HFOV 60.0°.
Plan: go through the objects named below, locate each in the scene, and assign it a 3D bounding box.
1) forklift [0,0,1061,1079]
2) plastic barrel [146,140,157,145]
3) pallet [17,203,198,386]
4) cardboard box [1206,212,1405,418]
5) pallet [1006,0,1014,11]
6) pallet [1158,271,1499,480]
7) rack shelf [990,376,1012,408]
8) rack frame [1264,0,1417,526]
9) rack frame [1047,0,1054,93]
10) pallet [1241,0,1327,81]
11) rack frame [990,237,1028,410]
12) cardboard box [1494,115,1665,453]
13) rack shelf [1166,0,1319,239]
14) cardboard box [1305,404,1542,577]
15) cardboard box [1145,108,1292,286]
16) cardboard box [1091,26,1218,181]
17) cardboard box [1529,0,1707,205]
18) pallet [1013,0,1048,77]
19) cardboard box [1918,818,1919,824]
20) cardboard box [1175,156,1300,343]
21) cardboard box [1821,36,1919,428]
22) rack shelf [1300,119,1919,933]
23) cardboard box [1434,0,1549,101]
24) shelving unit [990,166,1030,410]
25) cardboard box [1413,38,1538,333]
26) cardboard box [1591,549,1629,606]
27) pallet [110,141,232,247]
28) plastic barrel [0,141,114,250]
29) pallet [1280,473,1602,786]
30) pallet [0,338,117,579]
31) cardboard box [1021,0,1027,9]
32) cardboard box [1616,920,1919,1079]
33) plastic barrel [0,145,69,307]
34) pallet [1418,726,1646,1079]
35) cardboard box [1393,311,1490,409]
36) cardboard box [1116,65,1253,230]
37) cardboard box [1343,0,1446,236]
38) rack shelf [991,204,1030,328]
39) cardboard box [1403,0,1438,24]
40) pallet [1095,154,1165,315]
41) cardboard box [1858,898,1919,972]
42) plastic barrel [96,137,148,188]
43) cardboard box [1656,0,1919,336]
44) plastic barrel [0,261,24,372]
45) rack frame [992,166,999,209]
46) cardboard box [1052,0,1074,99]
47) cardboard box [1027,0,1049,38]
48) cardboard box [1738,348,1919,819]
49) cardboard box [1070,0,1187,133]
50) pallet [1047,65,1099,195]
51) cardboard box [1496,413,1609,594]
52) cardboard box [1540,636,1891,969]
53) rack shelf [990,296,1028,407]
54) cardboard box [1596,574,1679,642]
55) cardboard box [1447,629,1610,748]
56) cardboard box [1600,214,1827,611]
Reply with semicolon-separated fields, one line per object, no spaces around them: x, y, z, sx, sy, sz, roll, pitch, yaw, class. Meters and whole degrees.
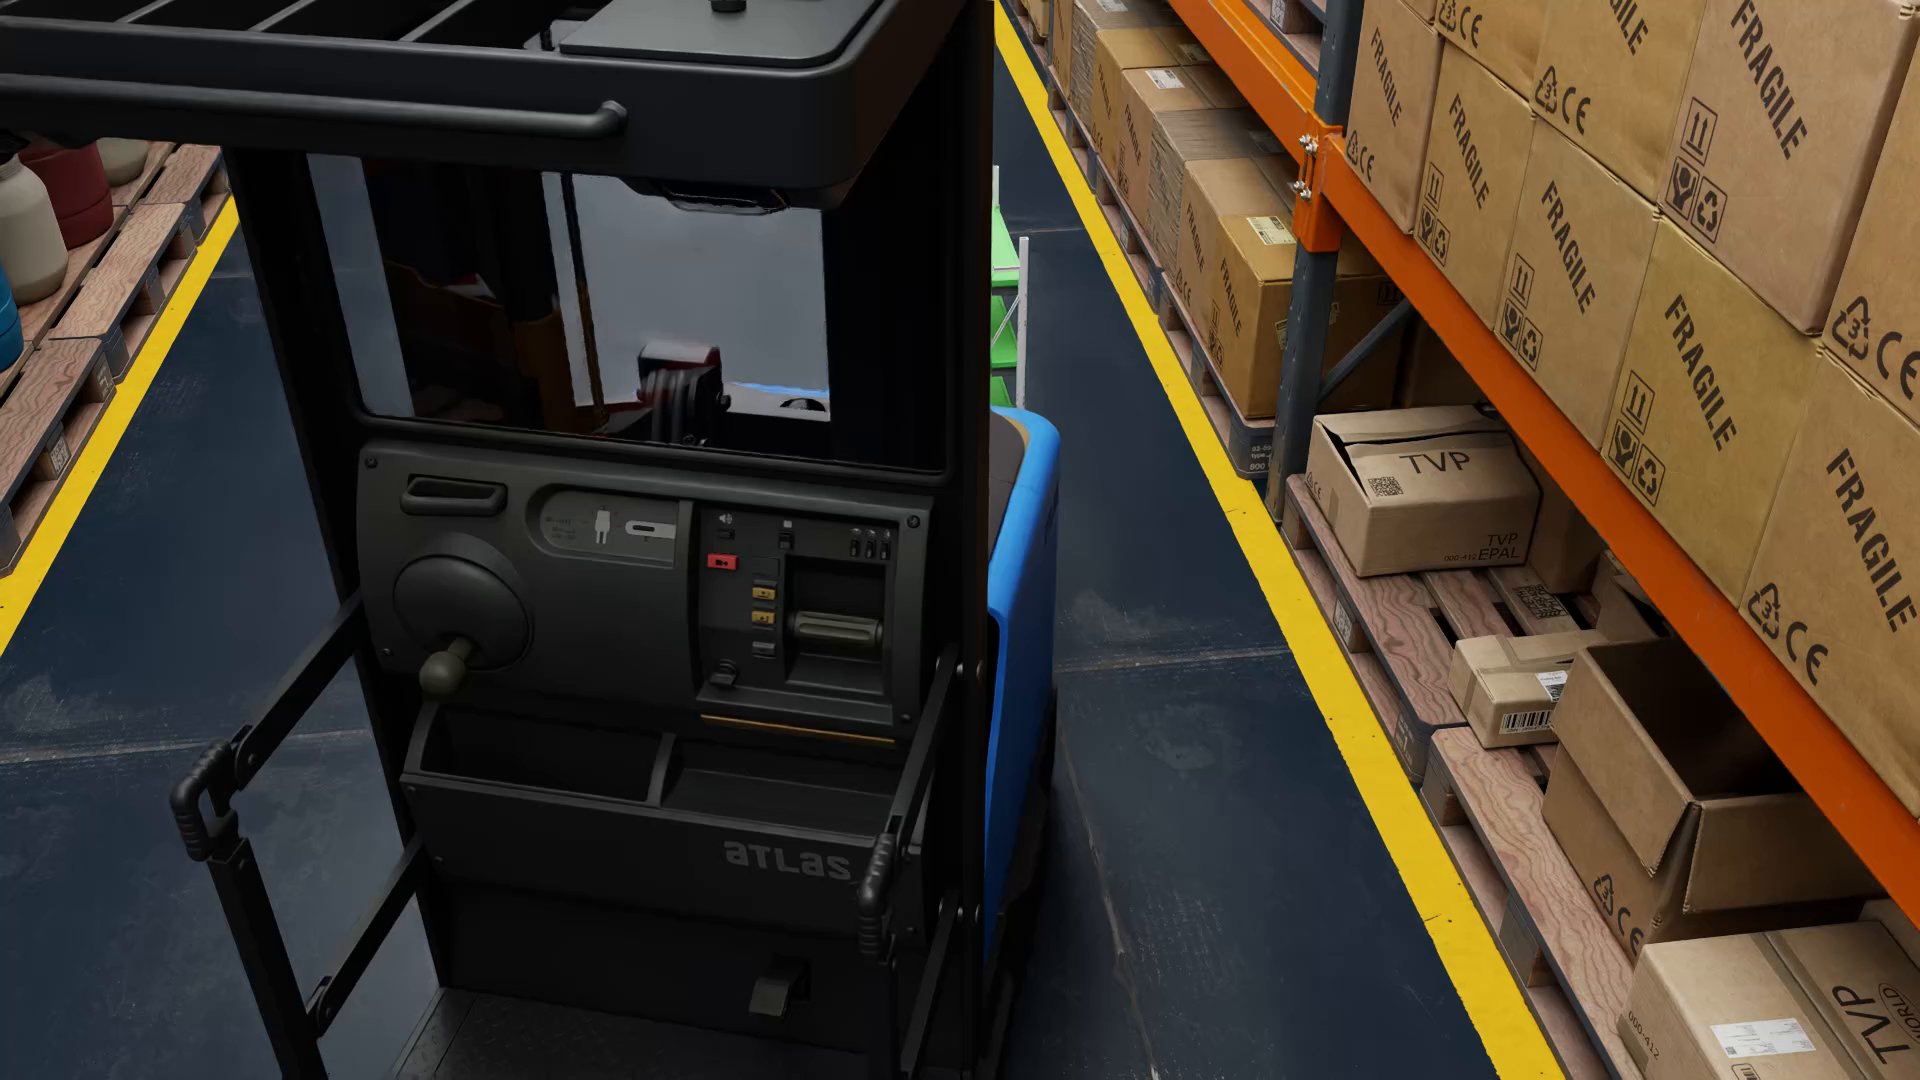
-0.546;0.143;2.438;1.130;2.935;3.031;6;35;9;forklift
-3.870;-2.221;7.400;0.600;0.830;0.708;-4;35;-6;plastic barrel
-3.644;-0.948;6.453;1.003;0.211;1.213;-4;35;-6;pallet
1.144;-0.759;5.530;0.500;0.500;0.500;-5;35;-7;cardboard box
0.724;-3.578;10.313;1.003;0.211;1.213;-4;35;-6;pallet
1.348;-0.656;6.025;1.003;0.211;1.213;-4;35;-6;pallet
0.022;-0.351;4.813;0.258;0.148;0.480;-4;35;-6;rack shelf
1.494;-1.357;4.577;1.000;3.000;0.127;-4;35;-6;rack frame
0.956;-3.589;7.853;1.000;3.000;0.127;-4;35;-6;rack frame
1.495;-1.732;5.298;1.003;0.211;1.213;-4;35;-6;pallet
0.055;-0.267;4.577;0.240;1.200;0.015;-4;35;-6;rack frame
1.430;-0.528;3.273;0.500;0.500;0.500;-5;35;-7;cardboard box
1.225;-2.176;6.418;1.077;0.370;4.000;-4;35;-6;rack shelf
1.336;-0.177;4.843;0.500;0.311;0.500;-4;35;-6;cardboard box
1.019;-1.316;6.346;0.500;0.500;0.500;-4;34;-6;cardboard box
0.873;-1.890;7.189;0.500;0.500;0.500;-5;35;-7;cardboard box
1.417;-0.952;3.007;0.500;0.500;0.500;-5;35;-8;cardboard box
0.884;-2.899;9.317;1.003;0.211;1.213;-4;35;-6;pallet
1.629;0.315;2.035;0.500;0.500;0.500;-4;34;-6;cardboard box
1.086;-1.036;5.936;0.500;0.500;0.500;-4;35;-6;cardboard box
1.557;-0.378;2.164;0.500;0.500;0.500;-3;34;-5;cardboard box
1.763;0.056;3.142;1.077;0.370;4.000;-4;35;-6;rack shelf
1.349;-1.239;3.428;0.500;0.500;0.500;-5;35;-8;cardboard box
0.022;-0.403;4.777;0.258;1.200;0.503;-4;35;-6;shelving unit
1.365;-0.808;3.683;0.500;0.500;0.500;-4;34;-6;cardboard box
1.962;0.141;4.521;0.380;0.149;0.250;-4;35;-6;cardboard box
-3.805;-1.627;7.450;1.003;0.211;1.213;-4;35;-6;pallet
-3.718;-1.491;6.543;0.600;0.588;0.708;-4;35;-6;plastic barrel
1.586;0.179;4.800;1.003;0.211;1.213;-4;35;-6;pallet
-3.477;-0.265;5.452;1.003;0.211;1.213;-4;35;-6;pallet
0.571;-3.189;9.334;0.500;0.250;0.500;-5;35;-7;cardboard box
1.617;1.013;3.152;0.500;0.250;0.500;-4;35;-6;cardboard box
-3.553;-1.151;6.112;0.421;0.512;0.421;0;34;0;plastic barrel
1.753;0.861;3.799;1.003;0.211;1.213;-4;35;-6;pallet
1.671;-0.794;5.581;0.500;0.500;0.500;-6;35;-9;cardboard box
0.948;-1.599;6.762;0.500;0.500;0.500;-5;35;-8;cardboard box
1.293;-1.093;4.102;0.500;0.500;0.500;-4;34;-5;cardboard box
0.022;-0.747;4.542;0.258;0.148;0.480;-4;35;-6;rack shelf
1.279;-1.527;3.851;0.500;0.500;0.500;-4;34;-5;cardboard box
1.180;-1.338;7.026;1.003;0.211;1.213;-4;35;-6;pallet
2.106;0.947;3.248;0.500;0.250;0.500;-4;35;-6;cardboard box
-3.705;-1.781;7.037;0.421;0.512;0.421;0;34;0;plastic barrel
1.488;-0.664;2.584;0.500;0.500;0.500;-3;34;-5;cardboard box
-3.566;-0.990;5.530;0.600;0.901;0.708;-4;35;-6;plastic barrel
-0.011;-0.540;4.976;0.240;1.200;0.015;-4;35;-6;rack frame
0.734;-2.462;8.028;0.500;0.500;0.500;-3;34;-4;cardboard box
0.644;-2.901;8.913;0.500;0.250;0.500;-4;34;-5;cardboard box
1.567;0.037;2.444;0.500;0.500;0.500;-4;34;-6;cardboard box
0.810;-2.171;7.600;0.500;0.500;0.500;-6;35;-8;cardboard box
1.019;-2.017;8.023;1.003;0.211;1.213;-4;35;-6;pallet
1.852;-0.209;4.723;0.500;0.500;0.500;-4;35;-6;cardboard box
1.752;0.541;3.619;0.797;0.503;0.637;-4;35;-6;cardboard box
0.022;-0.549;4.677;0.258;0.148;0.480;-4;35;-6;rack shelf
1.953;0.287;4.162;0.500;0.311;0.500;-4;35;-6;cardboard box
1.463;0.365;4.177;0.380;0.166;0.250;-4;35;-6;cardboard box
1.500;-0.245;2.857;0.500;0.500;0.500;-5;35;-7;cardboard box
